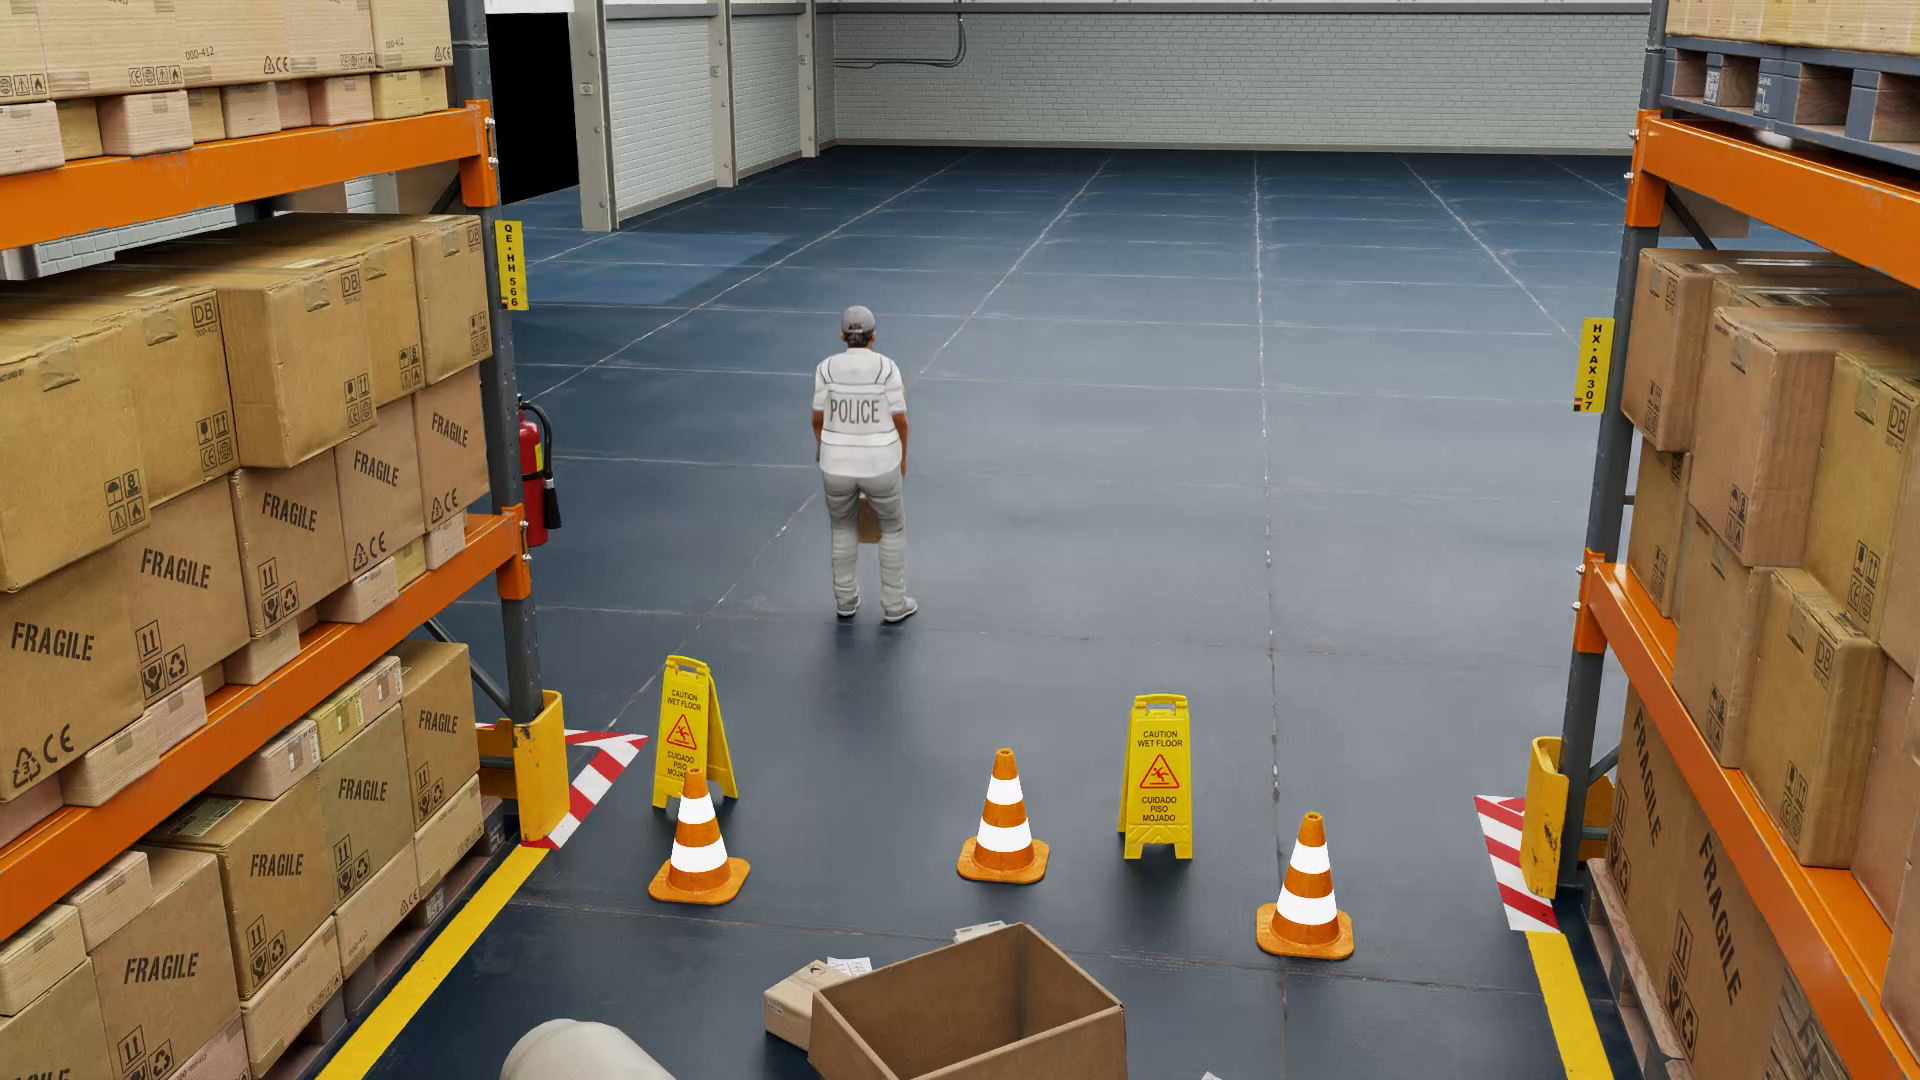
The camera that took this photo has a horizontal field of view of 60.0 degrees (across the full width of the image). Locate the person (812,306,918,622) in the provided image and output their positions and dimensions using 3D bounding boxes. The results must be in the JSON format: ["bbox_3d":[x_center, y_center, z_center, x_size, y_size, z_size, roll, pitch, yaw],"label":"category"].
[{"bbox_3d":[-0.504,-0.390,8.738,0.526,1.670,0.452,2,18,7],"label":"person"}]
